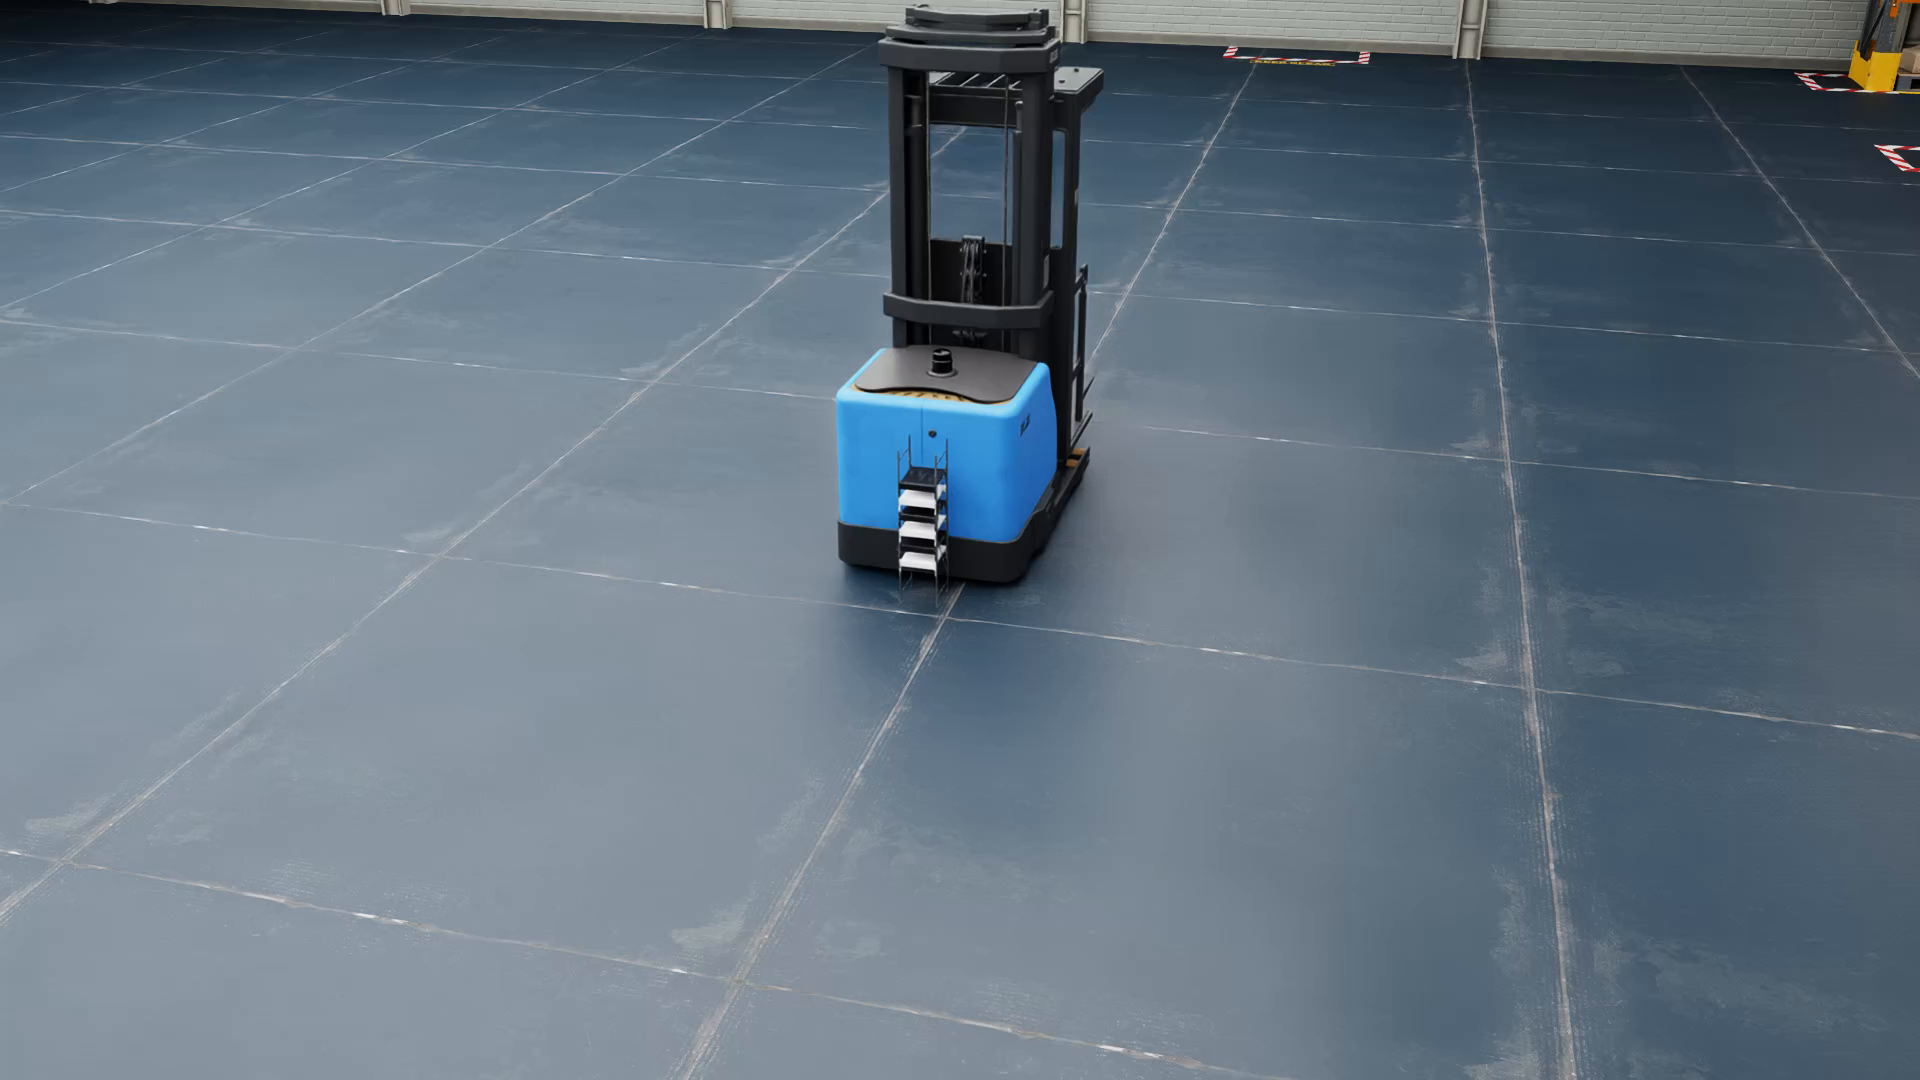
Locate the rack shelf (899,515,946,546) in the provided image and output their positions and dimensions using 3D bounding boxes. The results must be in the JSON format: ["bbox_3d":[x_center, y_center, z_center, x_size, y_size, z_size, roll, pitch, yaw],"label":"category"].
[{"bbox_3d":[-0.195,-0.063,8.914,0.200,0.077,0.258,6,26,13],"label":"rack shelf"}]

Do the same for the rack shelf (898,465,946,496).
[{"bbox_3d":[-0.195,-0.307,8.798,0.200,0.077,0.258,6,26,13],"label":"rack shelf"}]

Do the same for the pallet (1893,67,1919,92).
[{"bbox_3d":[13.375,-6.310,22.758,1.213,0.211,1.003,6,26,13],"label":"pallet"}]

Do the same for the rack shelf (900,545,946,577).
[{"bbox_3d":[-0.195,0.099,8.991,0.200,0.077,0.258,6,26,13],"label":"rack shelf"}]

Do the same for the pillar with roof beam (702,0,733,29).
[{"bbox_3d":[-5.088,-10.807,21.982,0.400,9.000,9.100,6,26,13],"label":"pillar with roof beam"}]

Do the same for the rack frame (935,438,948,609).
[{"bbox_3d":[-0.097,-0.083,8.876,0.006,0.900,0.240,6,26,13],"label":"rack frame"}]

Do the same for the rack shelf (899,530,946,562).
[{"bbox_3d":[-0.195,0.018,8.952,0.200,0.077,0.258,6,26,13],"label":"rack shelf"}]

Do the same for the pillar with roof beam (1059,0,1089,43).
[{"bbox_3d":[0.723,-10.165,20.633,0.400,9.000,9.100,6,26,13],"label":"pillar with roof beam"}]

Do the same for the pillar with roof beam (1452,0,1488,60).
[{"bbox_3d":[6.534,-9.523,19.283,0.400,9.000,9.100,6,26,13],"label":"pillar with roof beam"}]

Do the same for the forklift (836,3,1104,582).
[{"bbox_3d":[0.203,-1.703,9.917,1.130,2.935,3.031,7,26,14],"label":"forklift"}]

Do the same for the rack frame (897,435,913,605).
[{"bbox_3d":[-0.294,-0.104,8.922,0.006,0.900,0.240,6,26,13],"label":"rack frame"}]

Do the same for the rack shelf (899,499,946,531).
[{"bbox_3d":[-0.195,-0.145,8.875,0.200,0.077,0.258,6,26,13],"label":"rack shelf"}]

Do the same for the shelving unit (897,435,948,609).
[{"bbox_3d":[-0.195,-0.093,8.899,0.210,0.900,0.258,6,26,13],"label":"shelving unit"}]

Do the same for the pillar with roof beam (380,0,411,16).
[{"bbox_3d":[-10.899,-11.450,23.331,0.400,9.000,9.100,6,26,13],"label":"pillar with roof beam"}]

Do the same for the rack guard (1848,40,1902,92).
[{"bbox_3d":[12.597,-6.542,22.909,0.348,0.500,1.175,6,26,13],"label":"rack guard"}]

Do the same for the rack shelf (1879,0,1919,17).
[{"bbox_3d":[14.461,-7.140,22.094,4.000,0.370,1.077,6,26,13],"label":"rack shelf"}]

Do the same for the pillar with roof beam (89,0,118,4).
[{"bbox_3d":[-16.710,-12.092,24.680,0.400,9.000,9.100,6,26,13],"label":"pillar with roof beam"}]

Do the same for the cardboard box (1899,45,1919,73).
[{"bbox_3d":[13.172,-6.552,22.638,0.500,0.311,0.500,3,26,7],"label":"cardboard box"}]

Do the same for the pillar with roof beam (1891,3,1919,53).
[{"bbox_3d":[12.345,-8.880,17.934,0.400,9.000,9.100,6,26,13],"label":"pillar with roof beam"}]

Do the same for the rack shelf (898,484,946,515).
[{"bbox_3d":[-0.195,-0.226,8.836,0.200,0.077,0.258,6,26,13],"label":"rack shelf"}]

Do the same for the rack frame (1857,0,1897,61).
[{"bbox_3d":[12.524,-7.679,22.389,0.127,3.000,1.000,6,26,13],"label":"rack frame"}]
